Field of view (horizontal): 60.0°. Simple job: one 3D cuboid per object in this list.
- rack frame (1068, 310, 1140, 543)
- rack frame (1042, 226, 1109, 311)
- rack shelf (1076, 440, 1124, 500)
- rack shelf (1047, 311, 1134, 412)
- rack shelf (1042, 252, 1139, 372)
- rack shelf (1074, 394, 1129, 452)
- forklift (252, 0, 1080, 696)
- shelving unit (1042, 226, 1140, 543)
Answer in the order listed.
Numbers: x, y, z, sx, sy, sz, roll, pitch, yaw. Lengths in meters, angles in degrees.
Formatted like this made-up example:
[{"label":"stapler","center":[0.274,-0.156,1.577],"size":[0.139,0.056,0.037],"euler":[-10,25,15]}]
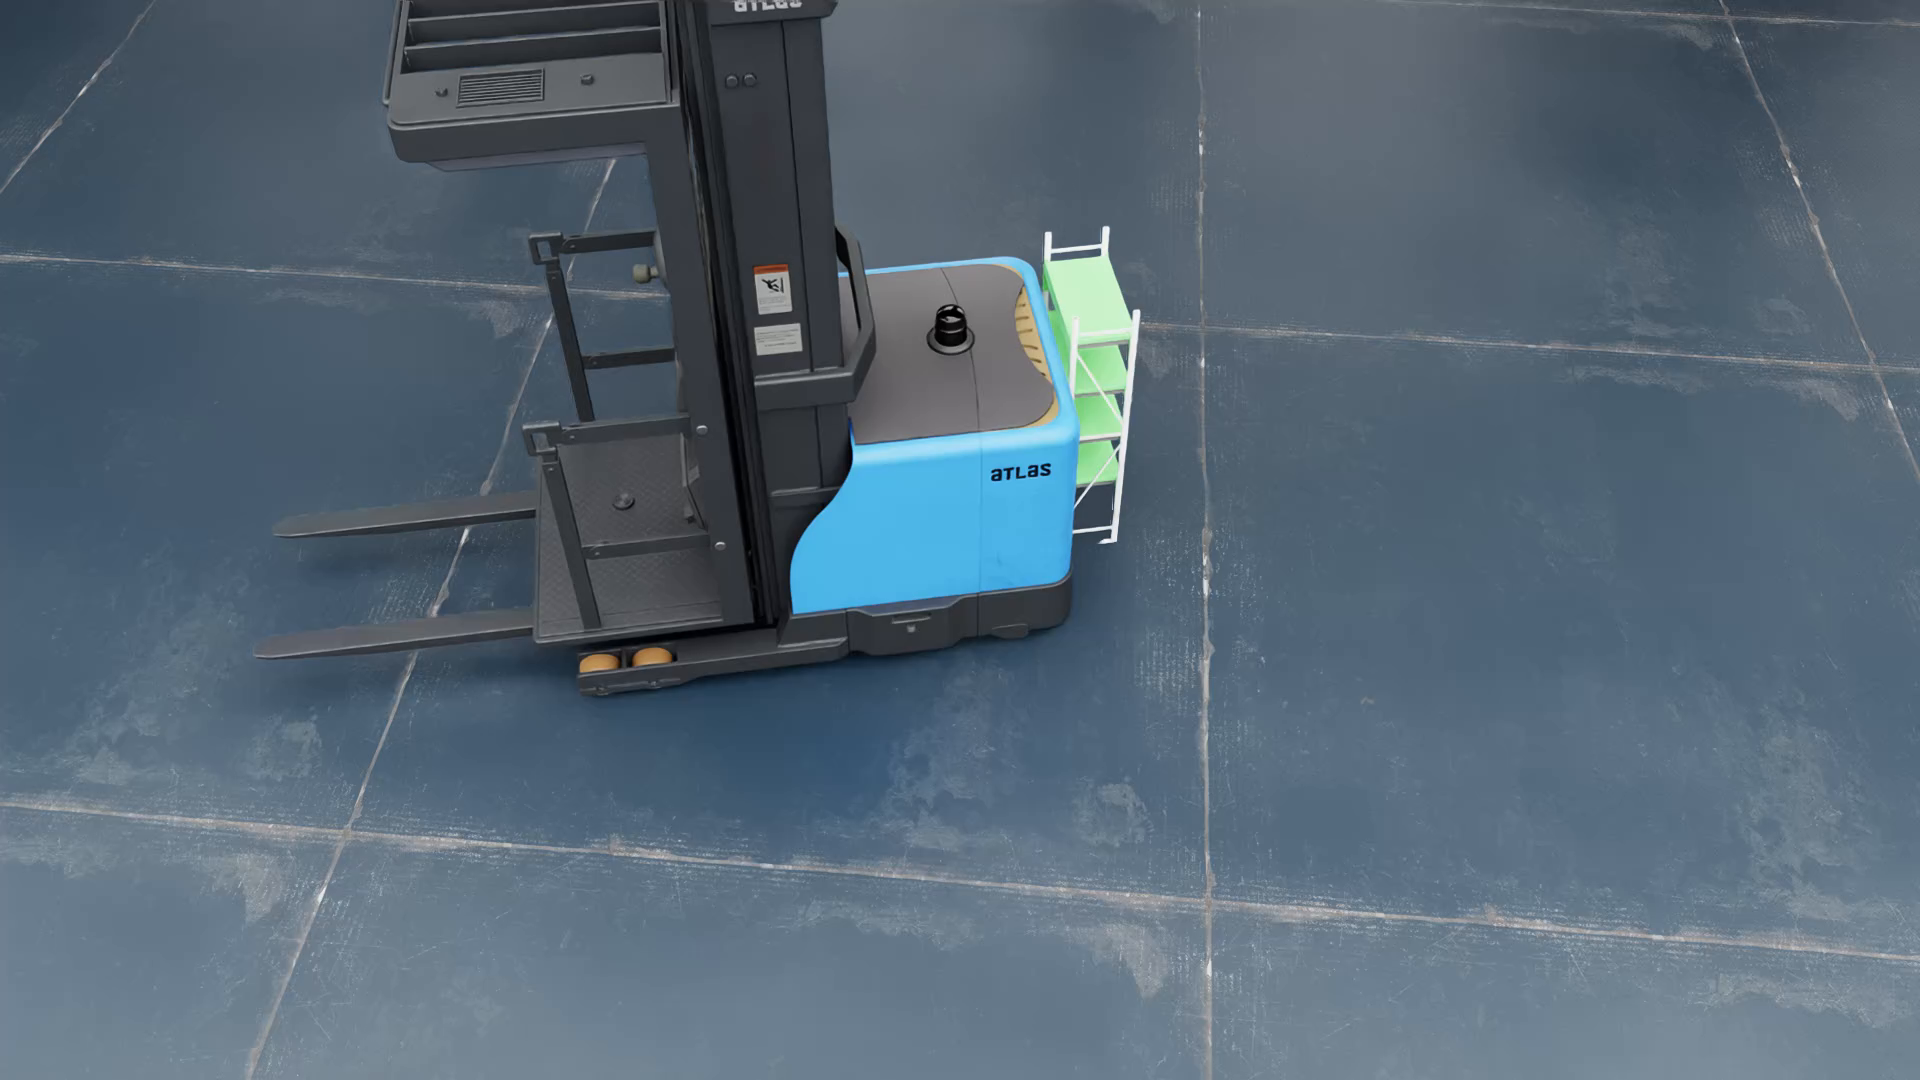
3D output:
[{"label":"rack frame","center":[0.515,-0.389,6.292],"size":[0.240,1.200,0.015],"euler":[-7,48,-6]},{"label":"rack frame","center":[0.436,-0.744,6.617],"size":[0.240,1.200,0.015],"euler":[-7,48,-6]},{"label":"rack shelf","center":[0.476,-0.361,6.679],"size":[0.258,0.148,0.480],"euler":[-7,48,-6]},{"label":"rack shelf","center":[0.476,-0.685,6.325],"size":[0.258,0.148,0.480],"euler":[-7,48,-6]},{"label":"rack shelf","center":[0.476,-0.847,6.148],"size":[0.258,0.148,0.480],"euler":[-7,48,-6]},{"label":"rack shelf","center":[0.476,-0.523,6.502],"size":[0.258,0.148,0.480],"euler":[-7,48,-6]},{"label":"forklift","center":[-1.136,-0.830,5.523],"size":[3.031,2.935,1.130],"euler":[-7,48,-6]},{"label":"shelving unit","center":[0.476,-0.566,6.455],"size":[0.258,1.200,0.503],"euler":[-7,48,-6]}]
